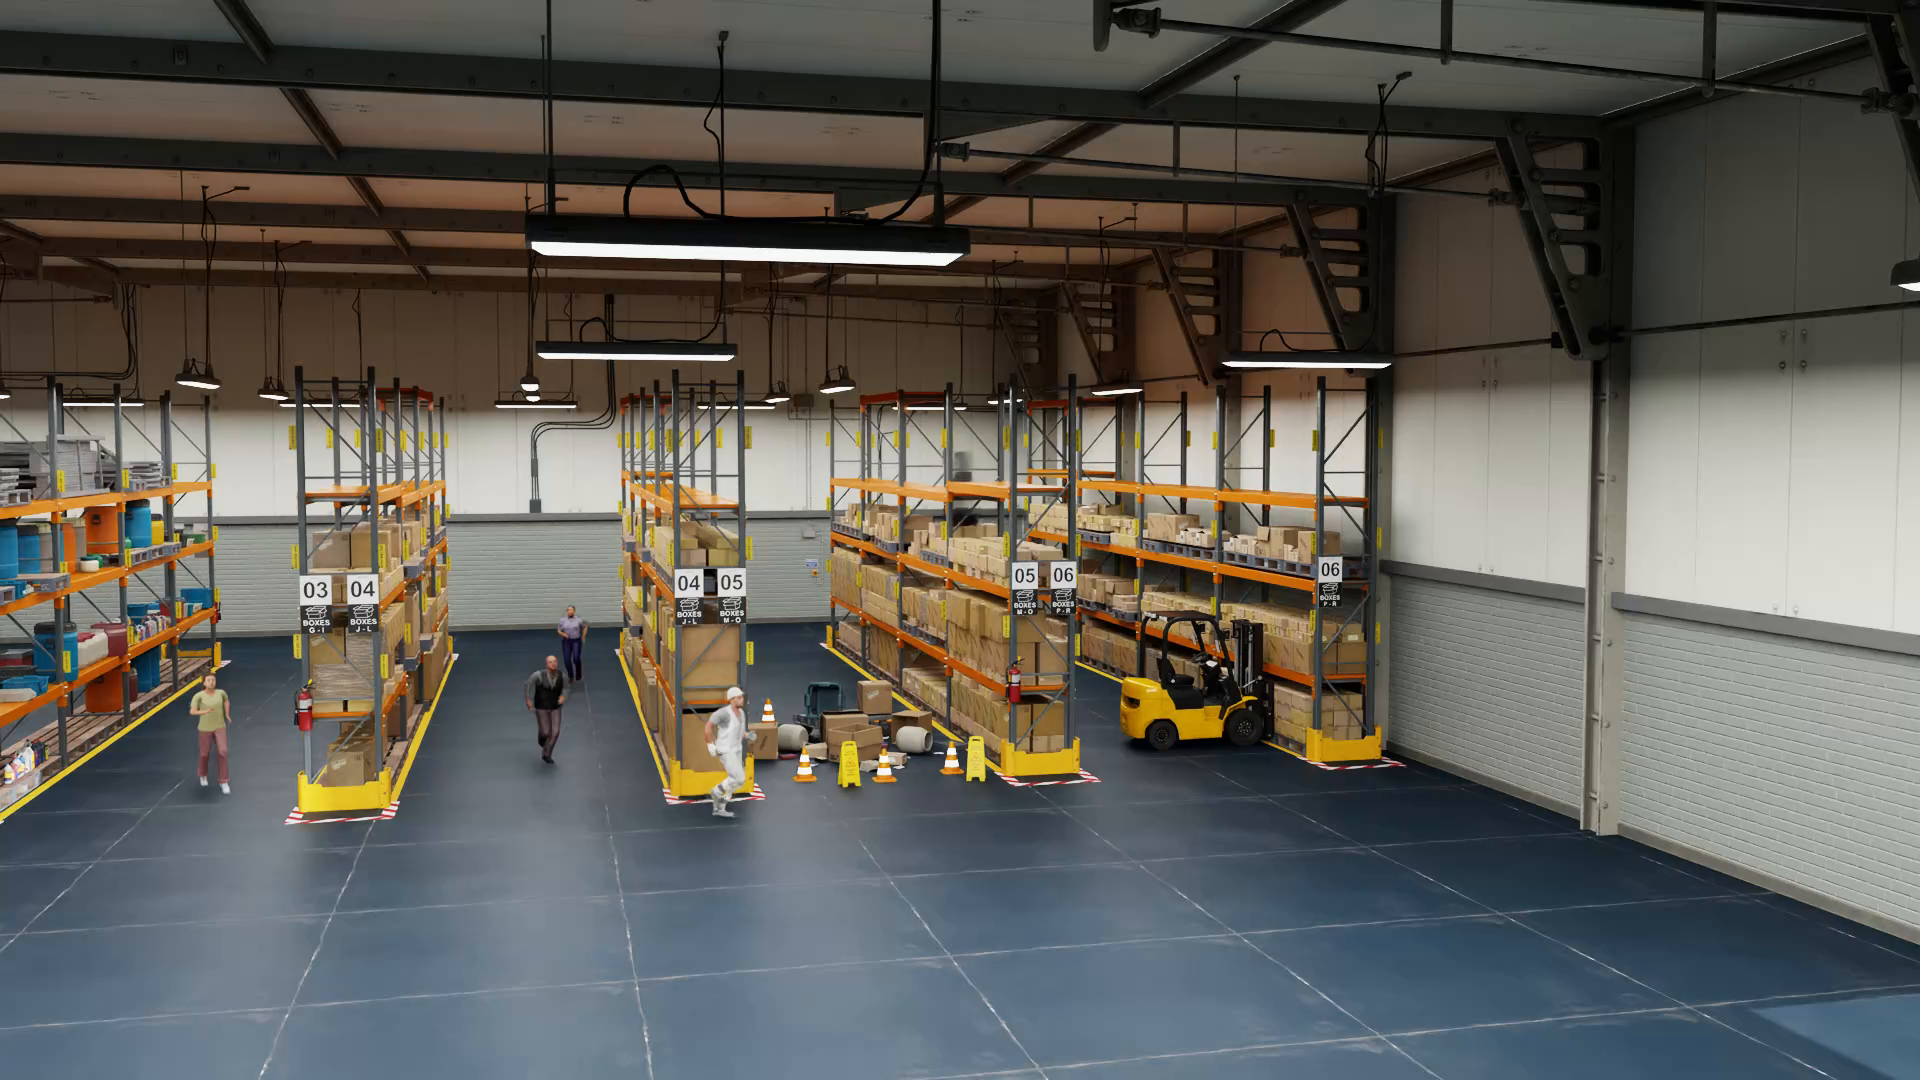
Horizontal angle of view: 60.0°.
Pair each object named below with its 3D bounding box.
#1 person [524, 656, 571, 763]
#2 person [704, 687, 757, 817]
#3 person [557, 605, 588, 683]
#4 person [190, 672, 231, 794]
[{"bbox_3d":[-6.421,2.637,25.934,0.694,1.677,0.680,-2,4,-27],"label":"person"},{"bbox_3d":[-2.996,2.816,22.021,0.616,1.733,0.661,2,4,25],"label":"person"},{"bbox_3d":[-7.989,2.151,34.249,0.592,1.609,0.577,0,3,-7],"label":"person"},{"bbox_3d":[-10.690,2.740,23.743,0.571,1.678,0.882,-2,4,-36],"label":"person"}]
